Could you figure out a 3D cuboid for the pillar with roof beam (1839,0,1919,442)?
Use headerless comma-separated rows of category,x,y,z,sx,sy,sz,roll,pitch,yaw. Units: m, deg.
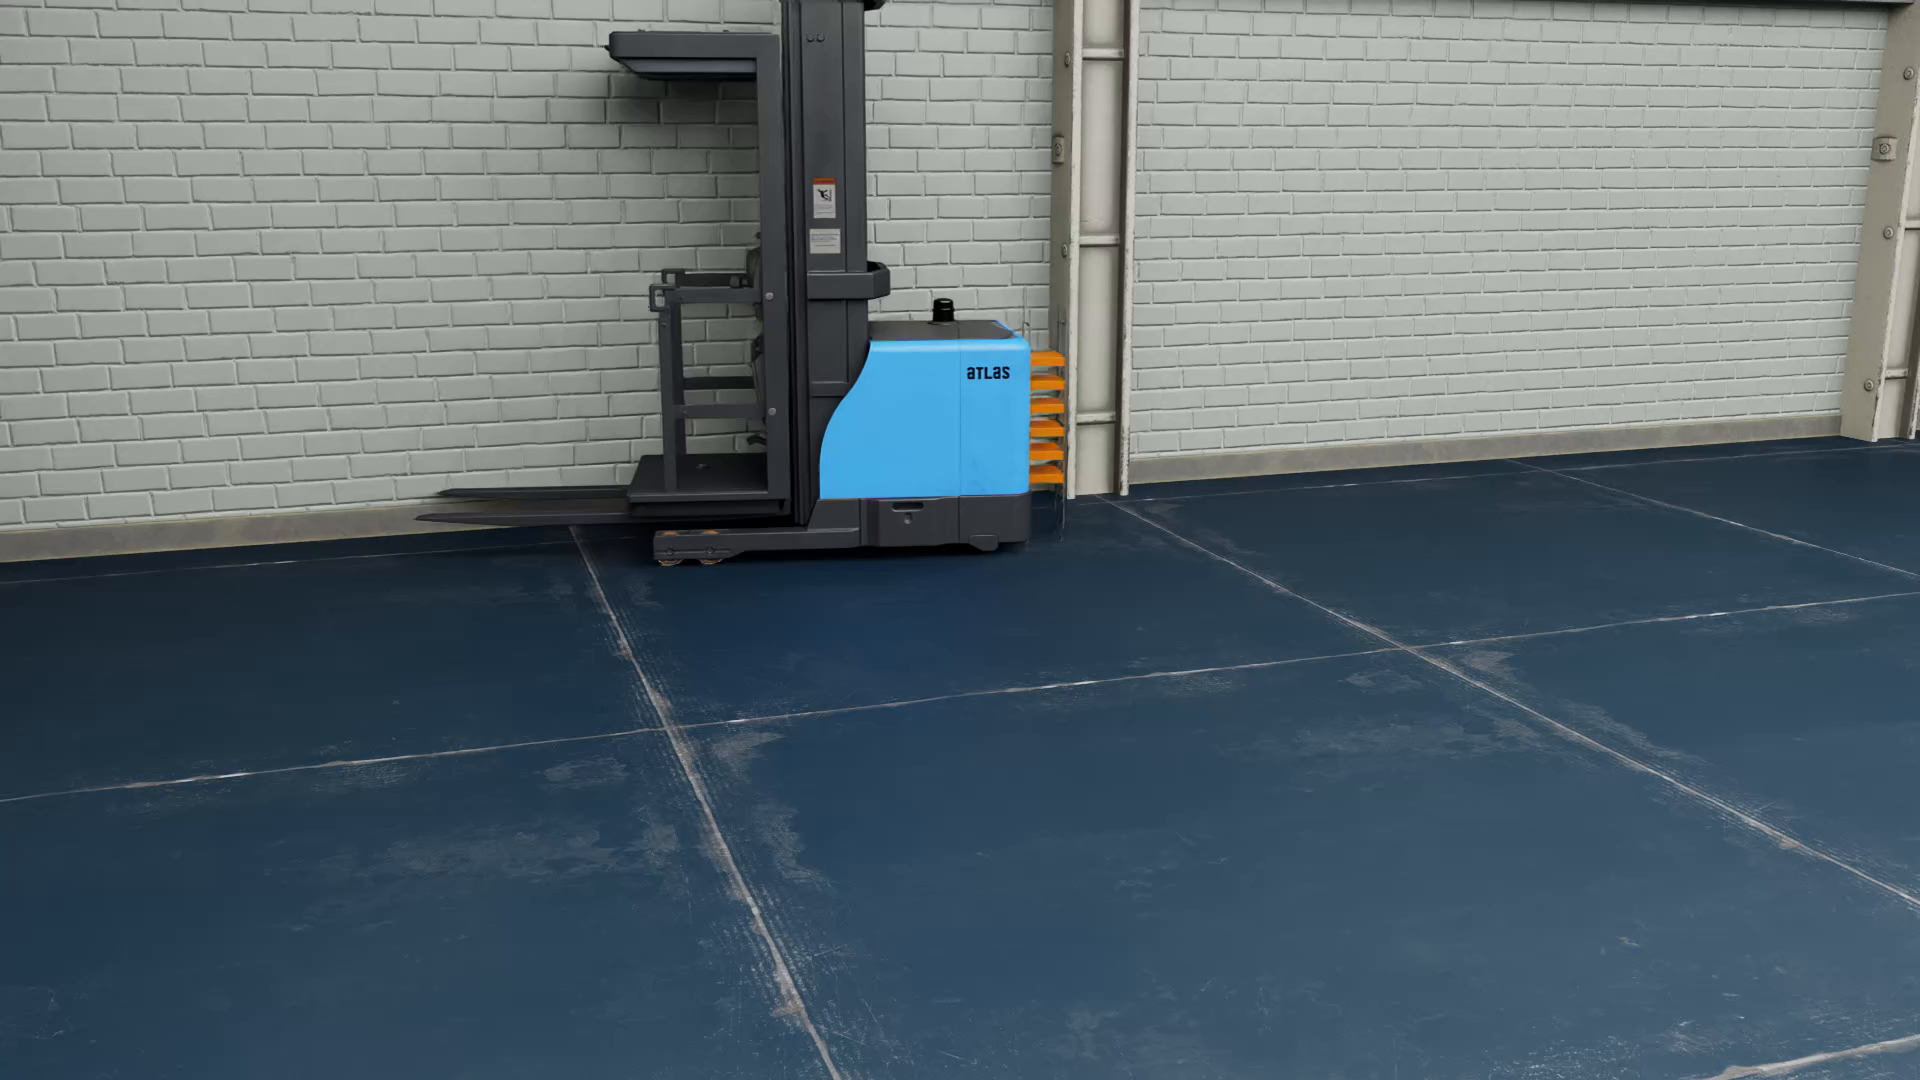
pillar with roof beam,7.815,-4.162,6.692,0.400,9.000,9.100,-4,14,-18

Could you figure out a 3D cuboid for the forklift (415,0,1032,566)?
forklift,-1.194,-1.429,8.315,3.031,2.935,1.130,-2,13,-6

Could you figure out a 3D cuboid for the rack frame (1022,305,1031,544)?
rack frame,0.336,-0.593,8.541,0.006,1.200,0.240,-2,13,-6

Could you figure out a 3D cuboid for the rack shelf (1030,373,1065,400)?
rack shelf,0.427,-0.785,8.506,0.180,0.103,0.258,-2,13,-6

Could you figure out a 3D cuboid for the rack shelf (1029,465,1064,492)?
rack shelf,0.427,-0.318,8.617,0.180,0.103,0.258,-2,13,-6

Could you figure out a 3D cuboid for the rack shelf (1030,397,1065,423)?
rack shelf,0.427,-0.668,8.534,0.180,0.103,0.258,-2,13,-6

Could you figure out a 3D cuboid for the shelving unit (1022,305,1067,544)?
shelving unit,0.427,-0.595,8.551,0.189,1.200,0.258,-2,13,-6

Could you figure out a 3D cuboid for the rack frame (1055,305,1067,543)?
rack frame,0.518,-0.597,8.561,0.006,1.200,0.240,-2,13,-6

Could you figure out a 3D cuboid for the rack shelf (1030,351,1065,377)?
rack shelf,0.427,-0.902,8.478,0.180,0.103,0.258,-2,13,-6

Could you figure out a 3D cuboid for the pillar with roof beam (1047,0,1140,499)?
pillar with roof beam,2.128,-3.719,4.830,0.400,9.000,9.100,-4,14,-18

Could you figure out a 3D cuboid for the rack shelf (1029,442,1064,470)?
rack shelf,0.427,-0.435,8.589,0.180,0.103,0.258,-2,13,-6

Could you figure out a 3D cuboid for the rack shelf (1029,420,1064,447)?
rack shelf,0.427,-0.552,8.561,0.180,0.103,0.258,-2,13,-6
